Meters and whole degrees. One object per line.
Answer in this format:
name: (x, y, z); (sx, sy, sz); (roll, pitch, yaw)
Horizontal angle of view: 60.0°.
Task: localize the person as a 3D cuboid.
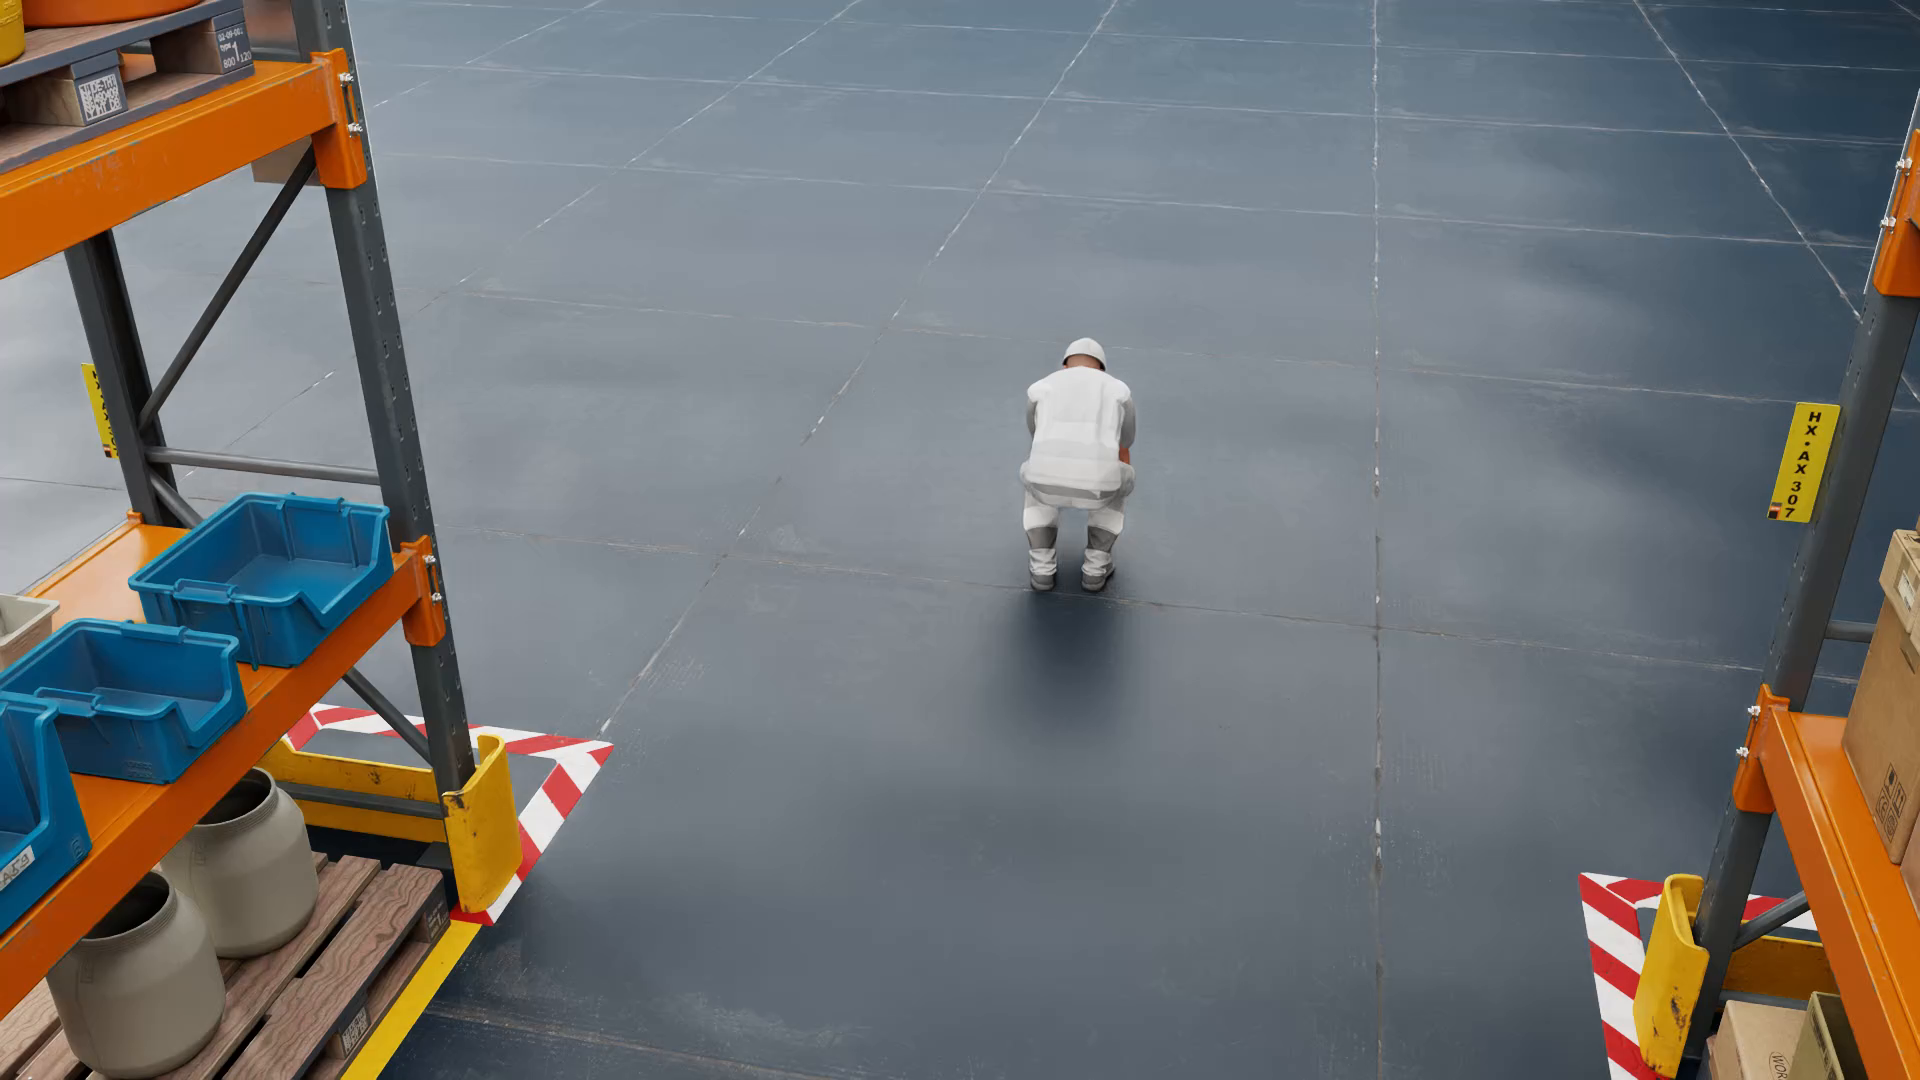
person: (0.533, -0.317, 7.526); (0.526, 0.986, 0.928); (5, 29, 9)
